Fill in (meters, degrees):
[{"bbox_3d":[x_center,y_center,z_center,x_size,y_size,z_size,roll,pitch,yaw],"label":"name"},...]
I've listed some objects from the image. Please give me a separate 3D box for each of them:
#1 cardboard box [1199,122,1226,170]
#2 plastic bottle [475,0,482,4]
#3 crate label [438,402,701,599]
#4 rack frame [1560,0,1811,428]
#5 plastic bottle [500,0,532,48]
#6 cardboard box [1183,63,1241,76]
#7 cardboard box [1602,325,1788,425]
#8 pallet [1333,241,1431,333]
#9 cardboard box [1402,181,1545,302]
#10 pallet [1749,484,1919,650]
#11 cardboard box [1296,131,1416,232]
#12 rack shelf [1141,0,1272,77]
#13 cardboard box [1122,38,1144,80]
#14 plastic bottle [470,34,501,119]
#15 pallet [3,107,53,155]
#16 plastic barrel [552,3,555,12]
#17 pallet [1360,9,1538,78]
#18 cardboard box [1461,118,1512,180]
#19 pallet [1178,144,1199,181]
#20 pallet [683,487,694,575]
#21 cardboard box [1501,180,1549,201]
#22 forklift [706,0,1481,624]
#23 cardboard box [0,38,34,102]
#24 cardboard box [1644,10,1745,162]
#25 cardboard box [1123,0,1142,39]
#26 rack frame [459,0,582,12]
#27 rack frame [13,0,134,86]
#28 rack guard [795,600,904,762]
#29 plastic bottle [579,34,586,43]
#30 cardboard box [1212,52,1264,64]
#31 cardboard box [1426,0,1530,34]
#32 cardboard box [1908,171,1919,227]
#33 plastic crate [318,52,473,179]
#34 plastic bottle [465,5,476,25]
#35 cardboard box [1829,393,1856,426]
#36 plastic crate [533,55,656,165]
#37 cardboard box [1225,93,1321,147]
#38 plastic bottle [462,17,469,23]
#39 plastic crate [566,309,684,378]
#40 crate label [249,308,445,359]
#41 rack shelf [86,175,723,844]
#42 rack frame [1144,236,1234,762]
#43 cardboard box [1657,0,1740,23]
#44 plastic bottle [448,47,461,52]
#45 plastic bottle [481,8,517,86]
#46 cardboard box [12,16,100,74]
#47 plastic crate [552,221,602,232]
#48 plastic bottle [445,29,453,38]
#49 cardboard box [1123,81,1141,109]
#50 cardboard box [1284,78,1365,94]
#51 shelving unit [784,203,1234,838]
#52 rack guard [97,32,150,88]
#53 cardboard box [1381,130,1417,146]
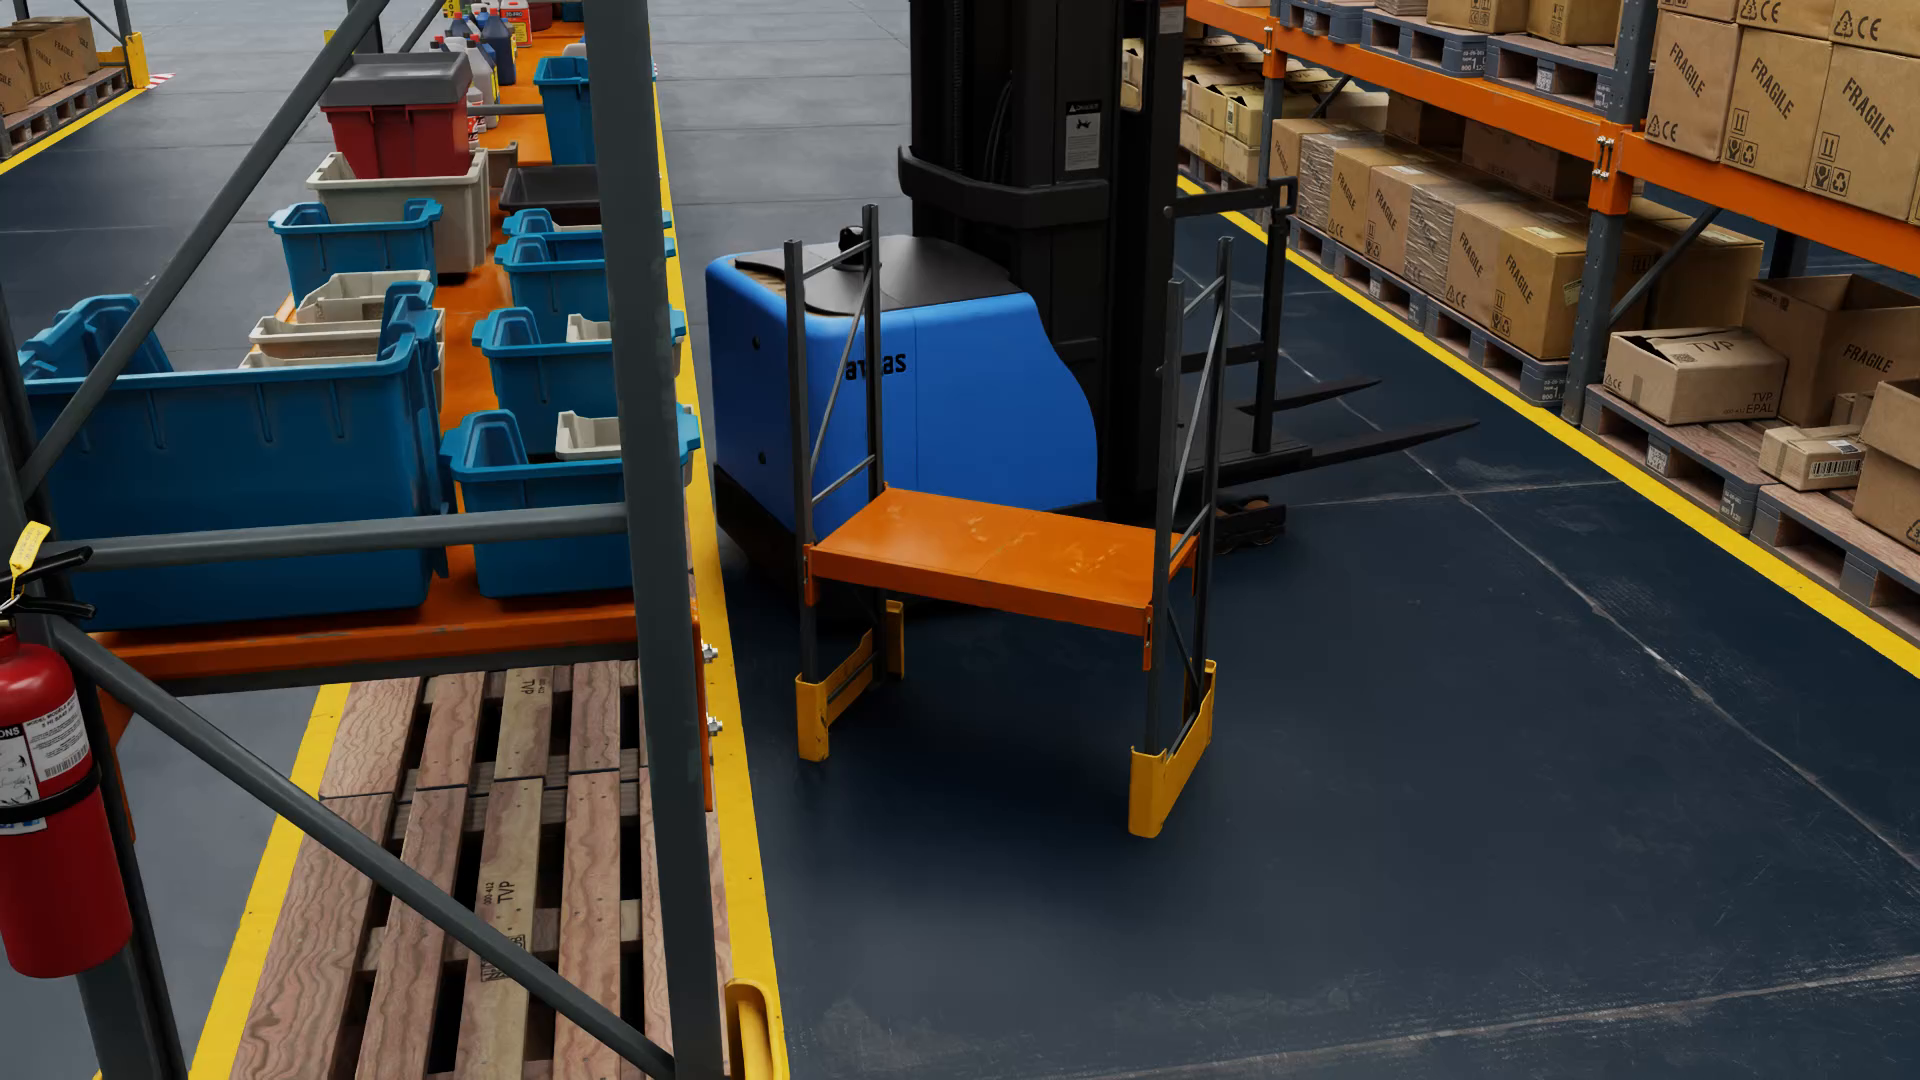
[{"bbox_3d":[2.034,-2.832,11.898,0.500,0.250,0.500,-5,24,-10],"label":"cardboard box"},{"bbox_3d":[-2.642,-2.843,9.172,0.097,0.271,0.097,0,24,0],"label":"plastic bottle"},{"bbox_3d":[-0.642,-0.069,2.795,0.416,0.233,0.303,-4,24,-10],"label":"crate label"},{"bbox_3d":[3.209,-1.935,6.933,1.000,3.000,0.127,-4,24,-10],"label":"rack frame"},{"bbox_3d":[-2.487,-2.904,9.306,0.152,0.276,0.135,-4,24,-10],"label":"plastic bottle"},{"bbox_3d":[1.847,-3.486,12.694,0.500,0.311,0.500,-4,24,-8],"label":"cardboard box"},{"bbox_3d":[3.074,-0.724,6.969,0.500,0.311,0.500,-4,24,-10],"label":"cardboard box"},{"bbox_3d":[2.793,-1.455,9.319,1.003,0.211,1.213,-4,24,-10],"label":"pallet"},{"bbox_3d":[2.661,-1.557,8.640,0.500,0.500,0.500,-4,24,-9],"label":"cardboard box"},{"bbox_3d":[3.564,0.094,5.772,1.003,0.211,1.213,-4,24,-10],"label":"pallet"},{"bbox_3d":[2.375,-2.159,10.019,0.500,0.500,0.500,-5,24,-12],"label":"cardboard box"},{"bbox_3d":[2.100,-3.966,12.481,1.077,0.370,4.000,-4,24,-10],"label":"rack shelf"},{"bbox_3d":[1.562,-4.090,14.078,0.500,0.311,0.500,-4,24,-10],"label":"cardboard box"},{"bbox_3d":[-2.043,-1.968,7.071,0.144,0.351,0.185,-4,24,-10],"label":"plastic bottle"},{"bbox_3d":[-8.165,-3.334,13.620,1.003,0.211,1.213,-4,24,-10],"label":"pallet"},{"bbox_3d":[-2.799,-3.584,10.568,0.421,0.512,0.421,0,24,0],"label":"plastic barrel"},{"bbox_3d":[2.834,-2.656,8.824,1.003,0.211,1.213,-4,24,-10],"label":"pallet"},{"bbox_3d":[3.081,-2.134,9.025,0.500,0.250,0.500,-5,24,-11],"label":"cardboard box"},{"bbox_3d":[2.134,-3.036,12.938,1.003,0.211,1.213,-4,24,-10],"label":"pallet"},{"bbox_3d":[-1.485,-0.006,6.000,1.003,0.211,1.213,-4,24,-10],"label":"pallet"},{"bbox_3d":[3.165,-1.606,8.752,0.500,0.500,0.500,-4,24,-9],"label":"cardboard box"},{"bbox_3d":[0.639,-1.462,5.934,3.031,2.935,1.130,-12,26,-25],"label":"forklift"},{"bbox_3d":[-8.346,-4.021,14.307,0.500,0.500,0.500,-6,24,-14],"label":"cardboard box"},{"bbox_3d":[3.036,-1.761,6.408,0.500,0.500,0.500,-4,24,-8],"label":"cardboard box"},{"bbox_3d":[1.349,-4.722,15.287,0.500,0.500,0.500,-4,24,-10],"label":"cardboard box"},{"bbox_3d":[-2.399,-3.144,9.700,1.000,3.000,0.127,-4,24,-10],"label":"rack frame"},{"bbox_3d":[-8.746,-5.924,16.065,1.000,3.000,0.127,-4,24,-10],"label":"rack frame"},{"bbox_3d":[-0.322,0.413,4.993,0.087,0.250,0.587,10,25,21],"label":"rack guard"},{"bbox_3d":[-1.757,-2.290,7.907,0.097,0.271,0.097,0,24,0],"label":"plastic bottle"},{"bbox_3d":[2.279,-3.733,13.259,0.500,0.311,0.500,-4,24,-10],"label":"cardboard box"},{"bbox_3d":[2.822,-2.864,8.410,0.700,0.500,0.500,-11,26,-23],"label":"cardboard box"},{"bbox_3d":[3.319,-1.162,5.039,0.500,0.500,0.500,-5,24,-10],"label":"cardboard box"},{"bbox_3d":[-1.741,-1.257,5.226,0.402,0.464,0.583,-4,24,-10],"label":"plastic crate"},{"bbox_3d":[-2.571,-2.658,8.734,0.061,0.283,0.133,-4,24,-10],"label":"plastic bottle"},{"bbox_3d":[3.722,-0.484,6.623,0.380,0.149,0.250,-4,24,-10],"label":"cardboard box"},{"bbox_3d":[-1.238,-1.432,5.726,0.392,0.384,0.575,-4,24,-10],"label":"plastic crate"},{"bbox_3d":[2.131,-2.886,11.320,0.500,0.311,0.500,-4,24,-8],"label":"cardboard box"},{"bbox_3d":[-2.471,-2.479,8.340,0.097,0.271,0.097,0,24,0],"label":"plastic bottle"},{"bbox_3d":[-0.745,-0.424,3.728,0.250,0.136,0.298,-4,24,-10],"label":"plastic crate"},{"bbox_3d":[-1.363,-0.434,3.750,0.396,0.136,0.243,-4,24,-10],"label":"crate label"},{"bbox_3d":[-1.289,-0.454,4.440,1.077,0.370,4.000,-4,24,-10],"label":"rack shelf"},{"bbox_3d":[0.596,-0.004,4.386,0.032,1.500,0.500,10,25,21],"label":"rack frame"},{"bbox_3d":[3.020,-2.233,6.241,0.500,0.500,0.500,-4,24,-8],"label":"cardboard box"},{"bbox_3d":[-2.211,-1.987,7.206,0.152,0.276,0.135,-4,24,-10],"label":"plastic bottle"},{"bbox_3d":[-2.230,-2.382,8.019,0.144,0.351,0.185,-4,24,-10],"label":"plastic bottle"},{"bbox_3d":[-8.647,-4.724,15.916,0.500,0.500,0.500,0,24,0],"label":"cardboard box"},{"bbox_3d":[-1.042,-0.814,4.621,0.293,0.136,0.466,-4,24,-10],"label":"plastic crate"},{"bbox_3d":[-2.366,-2.222,7.735,0.061,0.283,0.133,-4,24,-10],"label":"plastic bottle"},{"bbox_3d":[1.654,-3.636,13.739,0.500,0.250,0.500,-4,24,-8],"label":"cardboard box"},{"bbox_3d":[2.556,-3.132,11.883,0.500,0.311,0.500,-5,24,-11],"label":"cardboard box"},{"bbox_3d":[0.137,-0.082,4.565,1.083,1.500,0.587,10,25,21],"label":"shelving unit"},{"bbox_3d":[-8.732,-4.748,16.497,1.175,0.500,0.348,-4,24,-10],"label":"rack guard"},{"bbox_3d":[2.873,-2.214,10.146,0.500,0.500,0.500,-3,24,-8],"label":"cardboard box"}]
